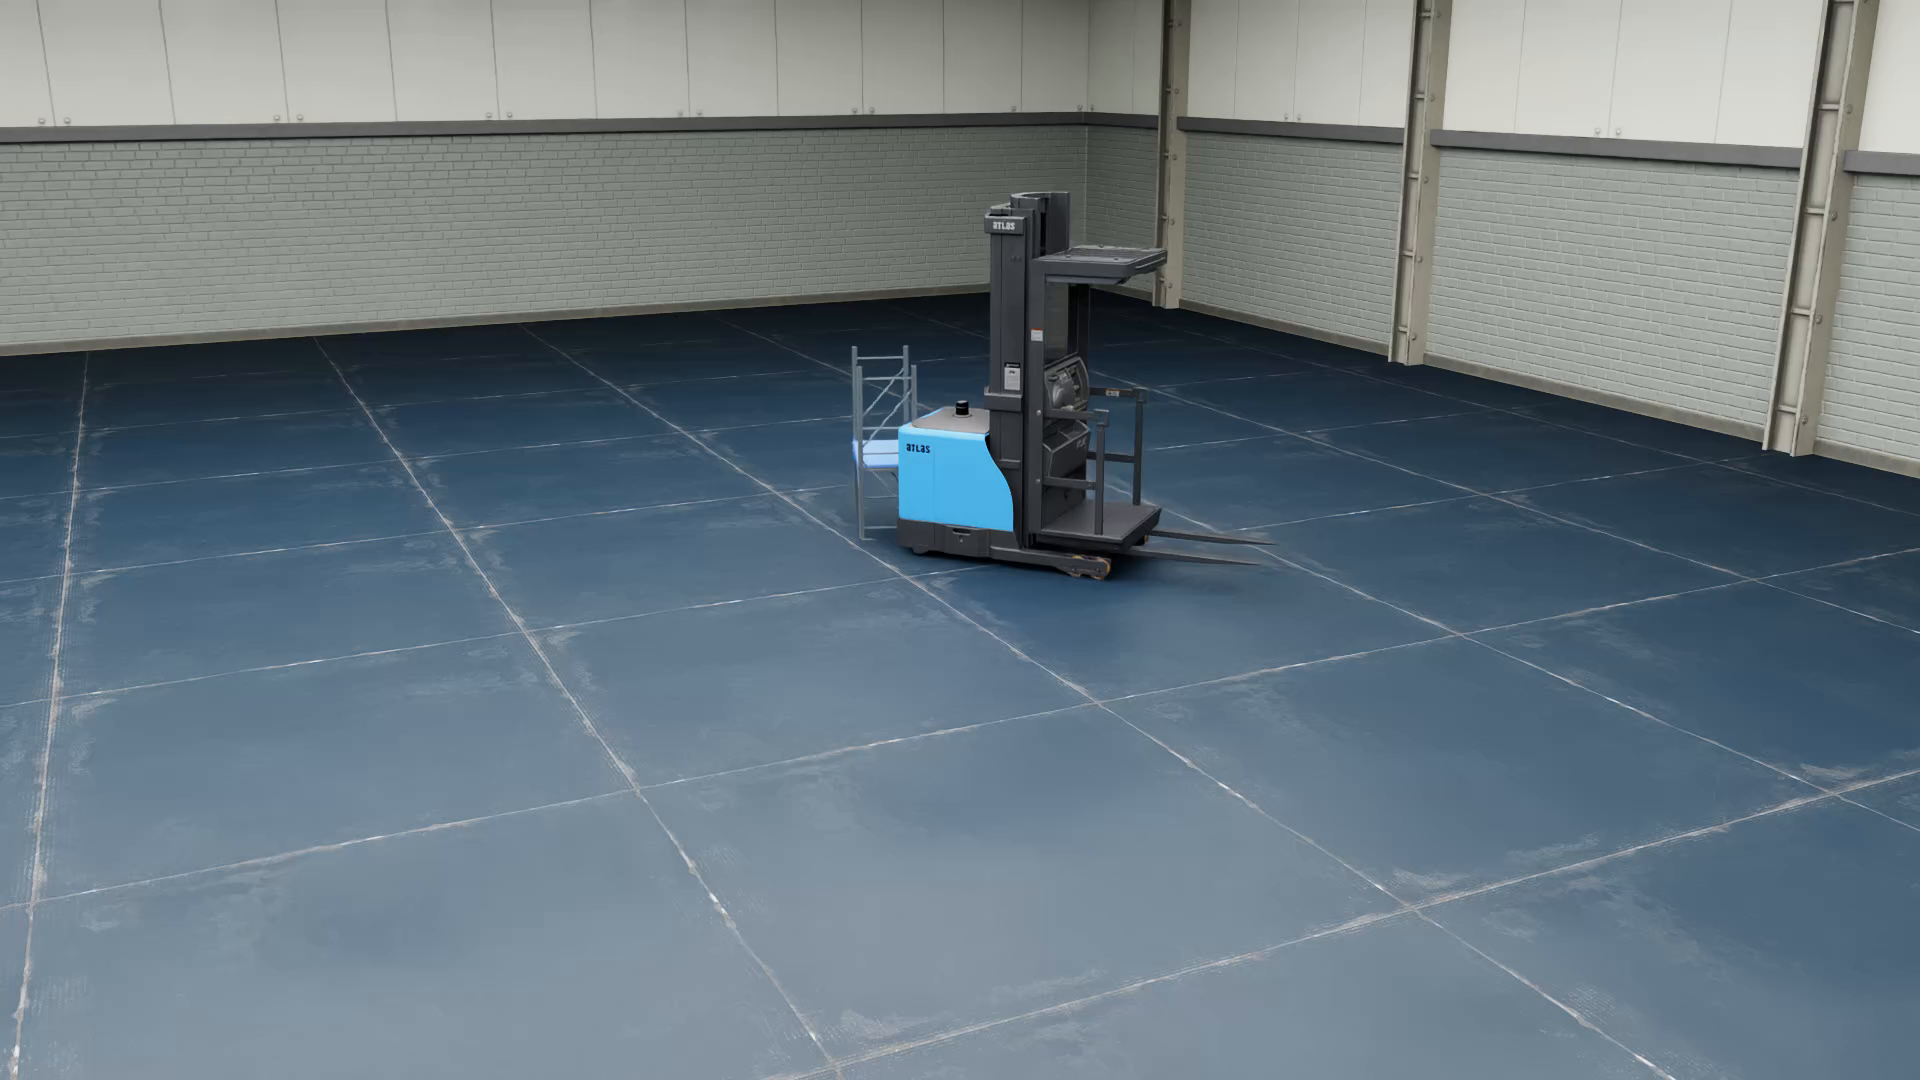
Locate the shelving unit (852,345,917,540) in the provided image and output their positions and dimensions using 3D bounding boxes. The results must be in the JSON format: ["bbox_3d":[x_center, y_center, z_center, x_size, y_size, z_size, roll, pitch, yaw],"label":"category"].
[{"bbox_3d":[-0.663,-0.870,14.563,0.538,1.500,1.048,-2,16,-6],"label":"shelving unit"}]

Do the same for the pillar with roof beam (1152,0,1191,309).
[{"bbox_3d":[-0.411,-7.715,24.821,9.100,9.000,0.400,-8,18,-25],"label":"pillar with roof beam"}]

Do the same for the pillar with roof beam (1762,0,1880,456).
[{"bbox_3d":[4.847,-4.739,14.452,9.100,9.000,0.400,-8,18,-25],"label":"pillar with roof beam"}]

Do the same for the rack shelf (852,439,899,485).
[{"bbox_3d":[-0.663,-0.697,14.612,0.538,0.185,1.000,-2,16,-6],"label":"rack shelf"}]

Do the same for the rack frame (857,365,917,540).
[{"bbox_3d":[-0.612,-0.730,14.077,0.500,1.500,0.032,-2,16,-6],"label":"rack frame"}]

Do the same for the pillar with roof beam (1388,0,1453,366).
[{"bbox_3d":[2.218,-6.227,19.636,9.100,9.000,0.400,-8,18,-25],"label":"pillar with roof beam"}]

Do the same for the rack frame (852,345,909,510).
[{"bbox_3d":[-0.714,-1.009,15.049,0.500,1.500,0.032,-2,16,-6],"label":"rack frame"}]

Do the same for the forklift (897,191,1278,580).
[{"bbox_3d":[1.044,-1.261,13.330,3.031,2.935,1.130,7,17,22],"label":"forklift"}]
